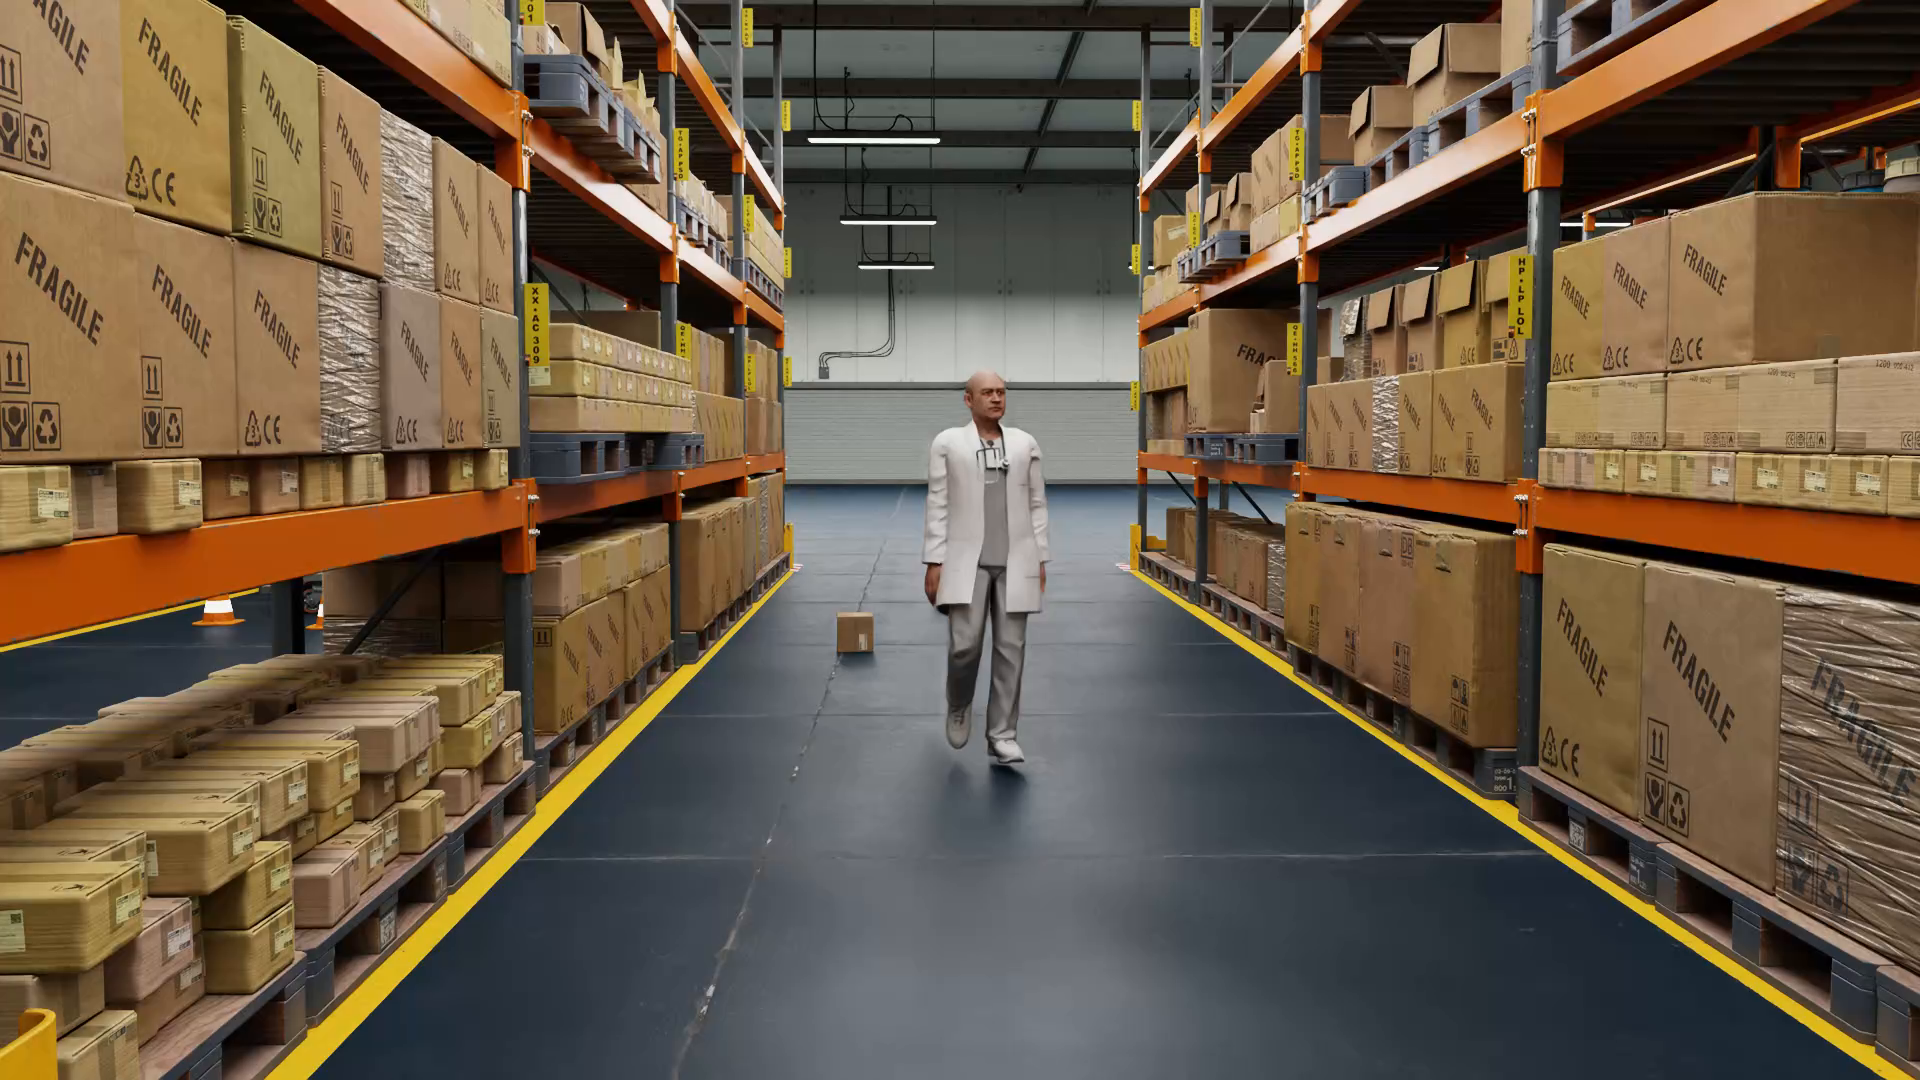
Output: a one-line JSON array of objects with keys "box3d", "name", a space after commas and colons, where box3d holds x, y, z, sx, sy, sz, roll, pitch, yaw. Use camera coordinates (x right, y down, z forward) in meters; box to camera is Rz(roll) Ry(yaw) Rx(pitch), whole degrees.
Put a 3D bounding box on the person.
[{"box3d": [0.126, 0.110, 7.557, 0.598, 1.764, 0.577, -1, 4, -11], "name": "person"}]
